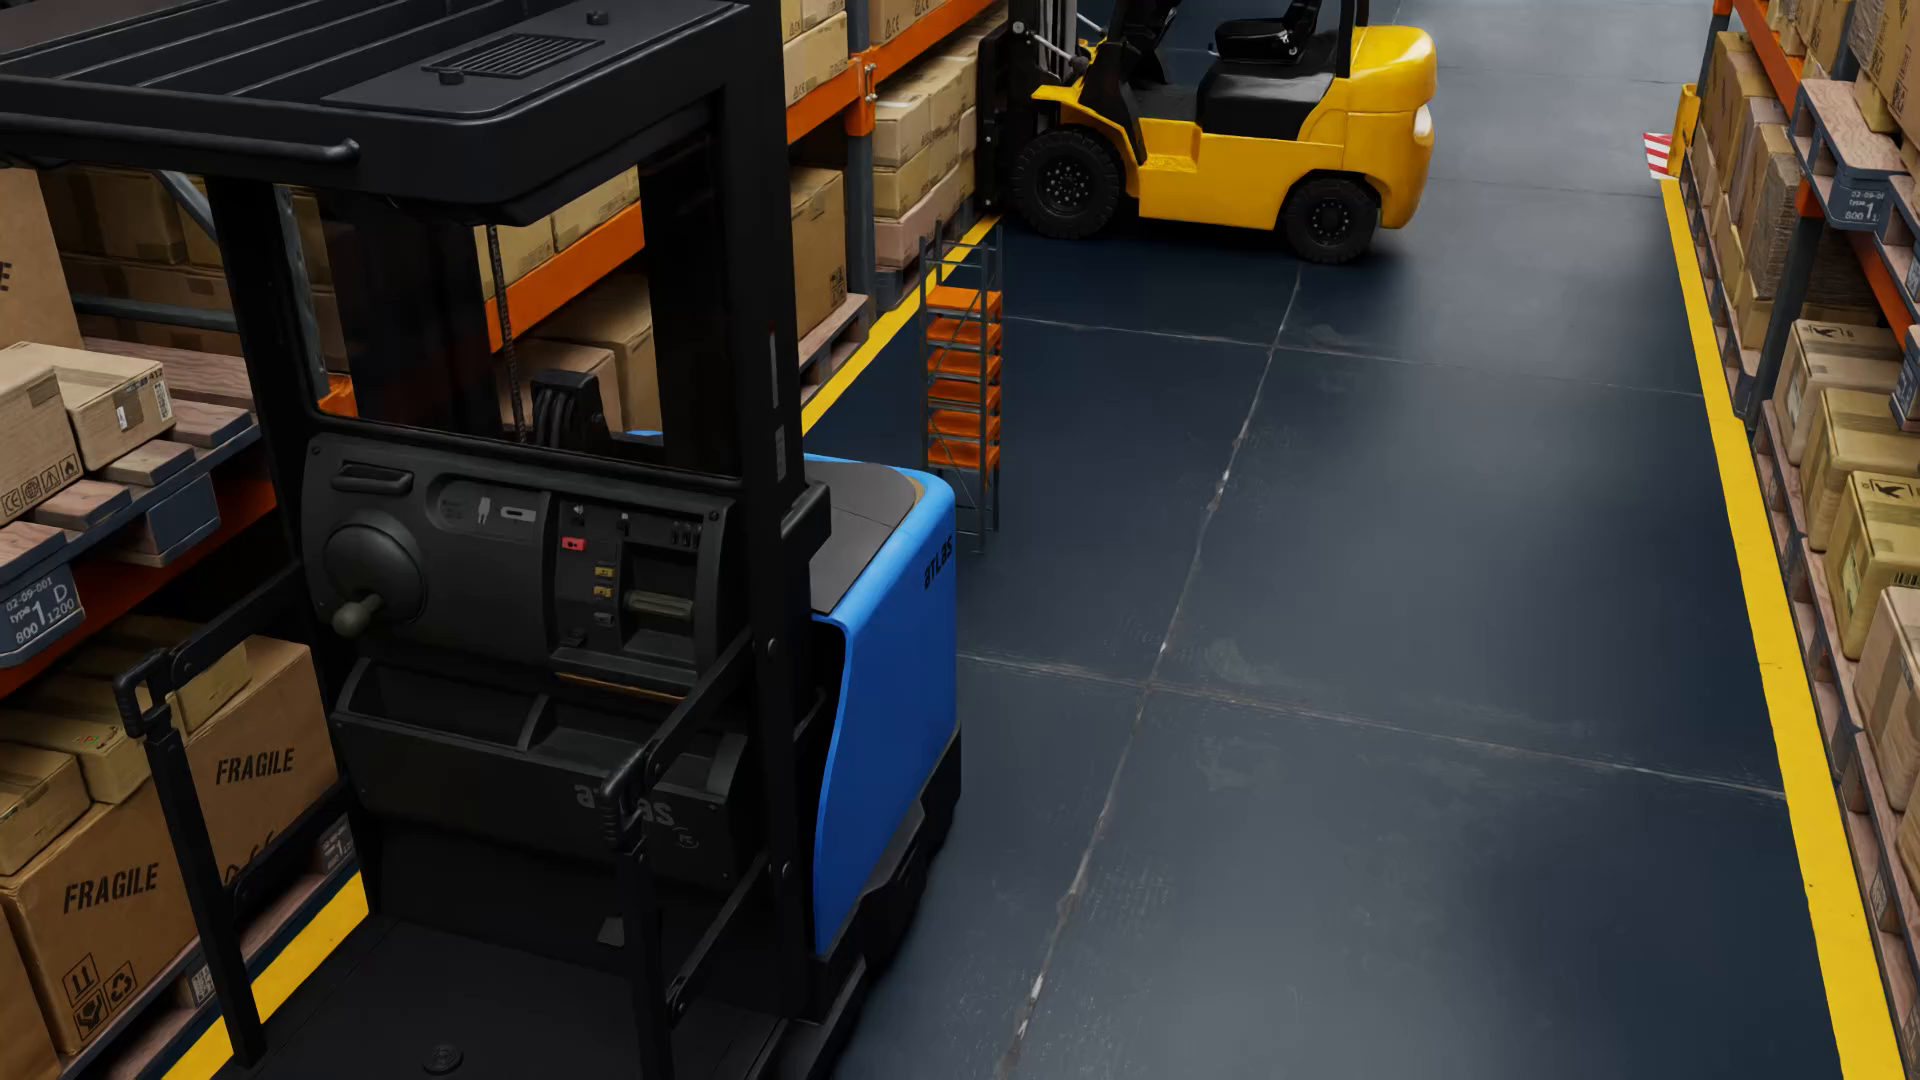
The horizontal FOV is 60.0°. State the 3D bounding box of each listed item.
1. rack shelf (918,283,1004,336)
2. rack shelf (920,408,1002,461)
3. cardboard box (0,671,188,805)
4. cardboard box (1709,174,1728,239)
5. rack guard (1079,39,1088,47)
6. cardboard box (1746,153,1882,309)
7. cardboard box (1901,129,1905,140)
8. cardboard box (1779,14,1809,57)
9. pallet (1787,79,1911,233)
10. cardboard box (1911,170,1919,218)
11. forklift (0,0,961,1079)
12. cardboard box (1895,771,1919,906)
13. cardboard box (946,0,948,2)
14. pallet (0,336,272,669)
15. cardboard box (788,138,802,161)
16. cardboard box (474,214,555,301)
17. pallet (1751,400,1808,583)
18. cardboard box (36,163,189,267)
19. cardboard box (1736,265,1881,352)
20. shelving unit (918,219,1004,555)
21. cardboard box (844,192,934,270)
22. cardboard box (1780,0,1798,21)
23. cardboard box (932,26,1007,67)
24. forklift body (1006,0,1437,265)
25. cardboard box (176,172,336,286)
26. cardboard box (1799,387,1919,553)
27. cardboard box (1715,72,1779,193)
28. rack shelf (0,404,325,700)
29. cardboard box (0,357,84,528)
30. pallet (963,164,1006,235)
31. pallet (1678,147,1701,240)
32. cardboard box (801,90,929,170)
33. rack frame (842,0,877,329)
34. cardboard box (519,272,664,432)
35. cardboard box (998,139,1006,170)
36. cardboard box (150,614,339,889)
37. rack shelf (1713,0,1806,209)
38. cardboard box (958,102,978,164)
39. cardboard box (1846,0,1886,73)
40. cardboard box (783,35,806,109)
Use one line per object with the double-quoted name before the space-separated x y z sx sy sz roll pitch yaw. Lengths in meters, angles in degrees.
"rack shelf" 0.004 -0.807 5.817 0.258 0.103 0.180 8 30 15
"rack shelf" 0.004 -0.387 6.050 0.258 0.103 0.180 8 30 15
"cardboard box" -2.032 0.450 3.827 0.380 0.149 0.250 7 30 12
"cardboard box" 4.210 -1.738 8.685 0.500 0.250 0.500 11 31 18
"rack guard" 0.277 -3.208 11.503 1.175 0.500 0.348 8 30 15
"cardboard box" 3.759 -1.347 7.211 0.500 0.500 0.500 8 30 14
"cardboard box" 3.286 -1.329 5.379 0.380 0.149 0.250 10 31 18
"cardboard box" 3.940 -2.280 7.521 0.380 0.149 0.250 8 30 14
"pallet" 3.479 -1.306 5.709 1.003 0.211 1.213 8 30 15
"cardboard box" 2.969 -0.984 4.761 0.380 0.149 0.250 10 31 17
"forklift" -0.949 0.089 3.075 1.130 2.935 3.031 9 30 16
"cardboard box" 2.843 0.838 3.928 0.950 0.372 0.625 6 30 11
"cardboard box" -0.240 -3.123 8.676 0.500 0.500 0.500 8 30 14
"pallet" -2.210 -0.163 3.655 1.213 0.211 1.003 8 30 15
"cardboard box" -0.945 -2.106 8.318 0.500 0.250 0.500 9 30 16
"cardboard box" -1.562 -0.911 4.956 0.500 0.250 0.500 8 30 14
"pallet" 3.615 -0.144 6.291 1.003 0.211 1.213 8 30 15
"cardboard box" -2.212 -0.973 4.554 0.500 0.250 0.500 9 30 16
"cardboard box" 3.759 -1.019 7.393 0.500 0.250 0.500 10 31 17
"shelving unit" 0.004 -0.531 5.970 0.258 1.200 0.189 8 30 15
"cardboard box" -0.446 -1.590 8.420 0.500 0.250 0.500 9 30 15
"cardboard box" 4.027 -2.622 7.469 0.500 0.500 0.500 9 30 16
"cardboard box" -0.006 -2.742 9.461 0.500 0.250 0.500 8 30 14
"forklift body" 1.457 -2.777 9.030 2.313 2.155 1.214 8 30 15
"cardboard box" -1.691 -0.893 4.409 0.500 0.250 0.500 8 30 15
"cardboard box" 3.483 -0.181 5.760 0.950 0.372 0.625 10 31 18
"cardboard box" 4.204 -2.071 8.512 0.500 0.500 0.500 9 30 16
"rack shelf" -2.665 0.672 2.697 1.077 0.370 4.000 8 30 15
"cardboard box" -2.078 -0.153 3.162 0.500 0.250 0.500 7 30 13
"pallet" -0.274 -2.145 9.888 1.003 0.211 1.213 8 30 15
"pallet" 4.722 -1.957 9.550 1.003 0.211 1.213 8 30 15
"cardboard box" -0.462 -2.030 8.181 0.500 0.250 0.500 8 30 14
"rack frame" -0.904 -2.431 7.534 1.000 3.000 0.127 8 30 15
"cardboard box" -1.500 -0.623 6.296 0.875 0.625 0.625 7 30 13
"cardboard box" -0.007 -2.303 9.700 0.500 0.250 0.500 9 30 16
"cardboard box" -1.997 0.564 4.290 0.500 0.500 0.500 9 30 16
"rack shelf" 4.429 -2.339 8.110 1.077 0.370 4.000 8 30 15
"cardboard box" -0.162 -2.278 9.142 0.500 0.250 0.500 8 30 14
"cardboard box" 3.430 -1.904 5.747 0.500 0.500 0.500 9 30 16
"cardboard box" -0.944 -1.859 6.661 0.500 0.250 0.500 8 30 15
